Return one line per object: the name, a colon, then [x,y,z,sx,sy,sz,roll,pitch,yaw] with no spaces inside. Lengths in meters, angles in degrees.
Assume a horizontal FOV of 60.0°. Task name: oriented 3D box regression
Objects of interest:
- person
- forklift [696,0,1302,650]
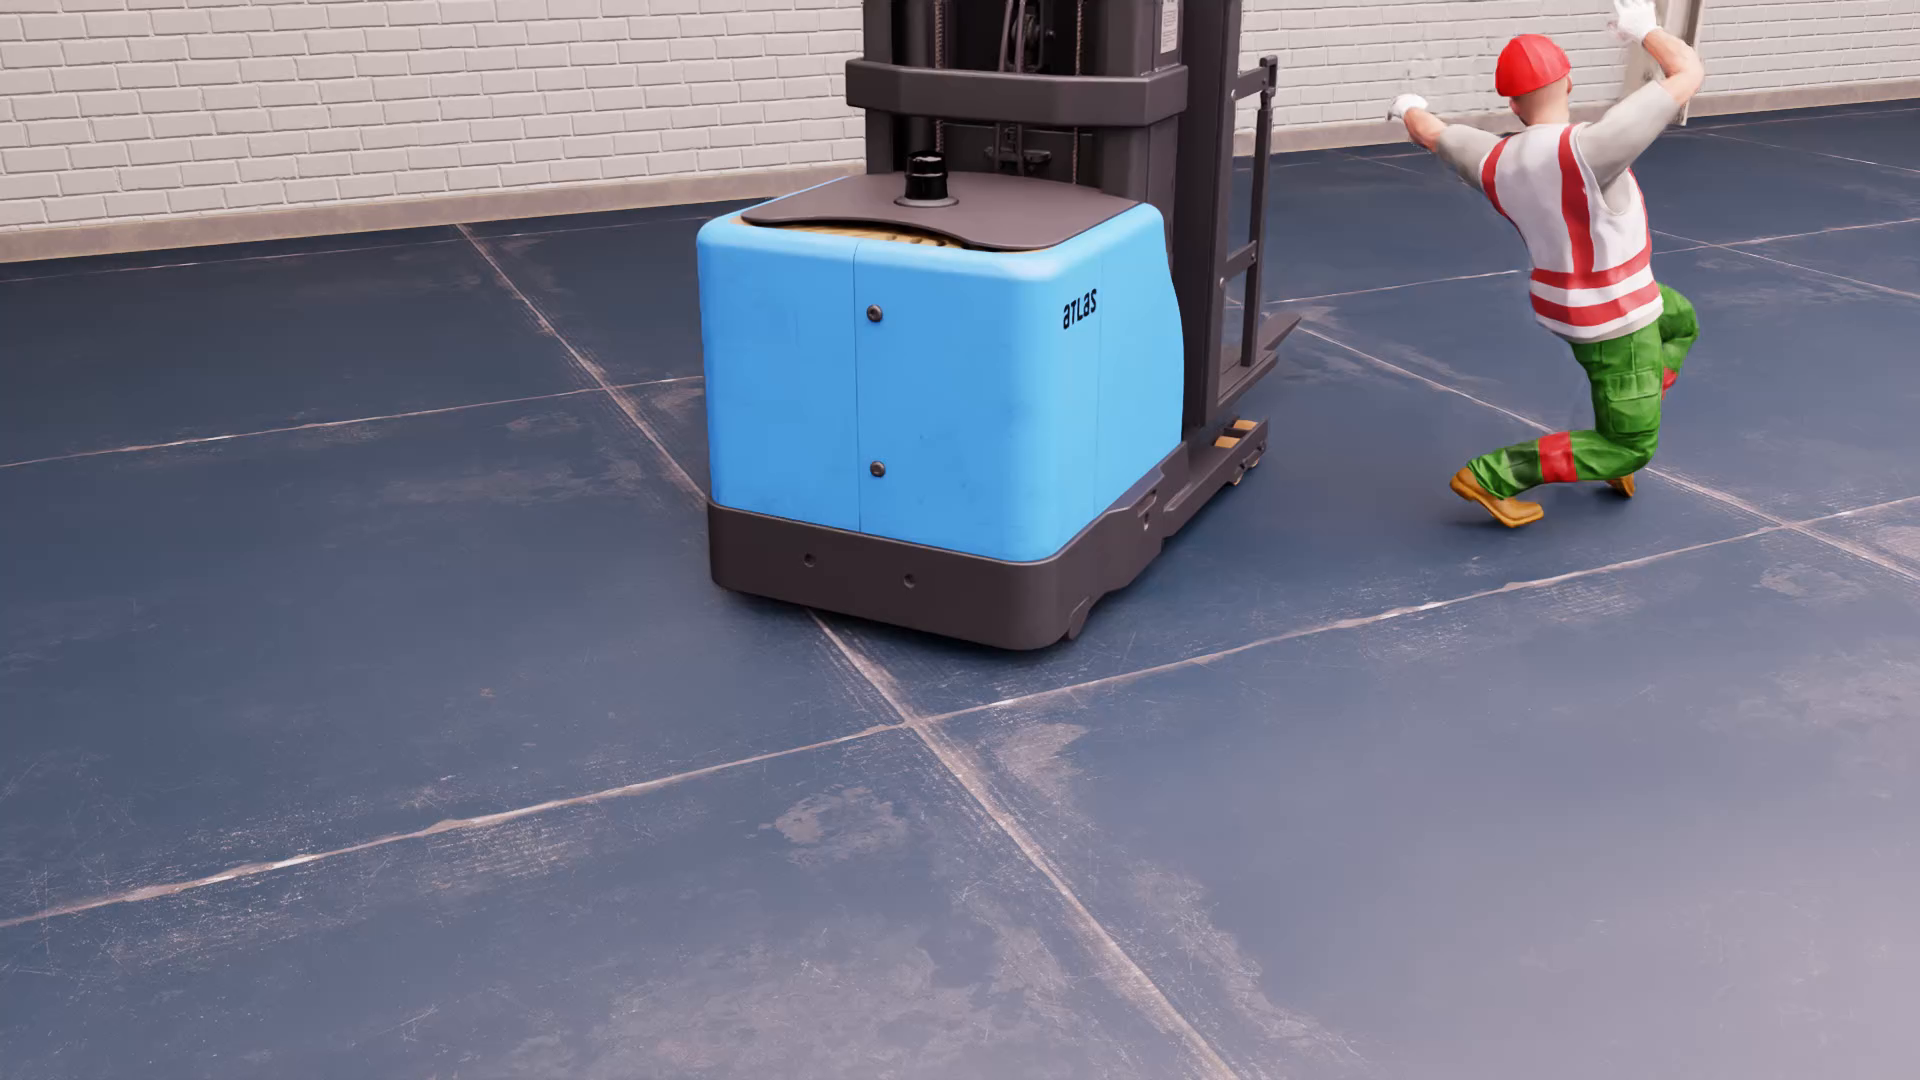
person: [1.884,-0.901,5.242,0.862,1.596,1.112,-5,23,-11]
forklift: [0.407,-1.601,5.140,1.130,2.935,3.031,11,25,24]
